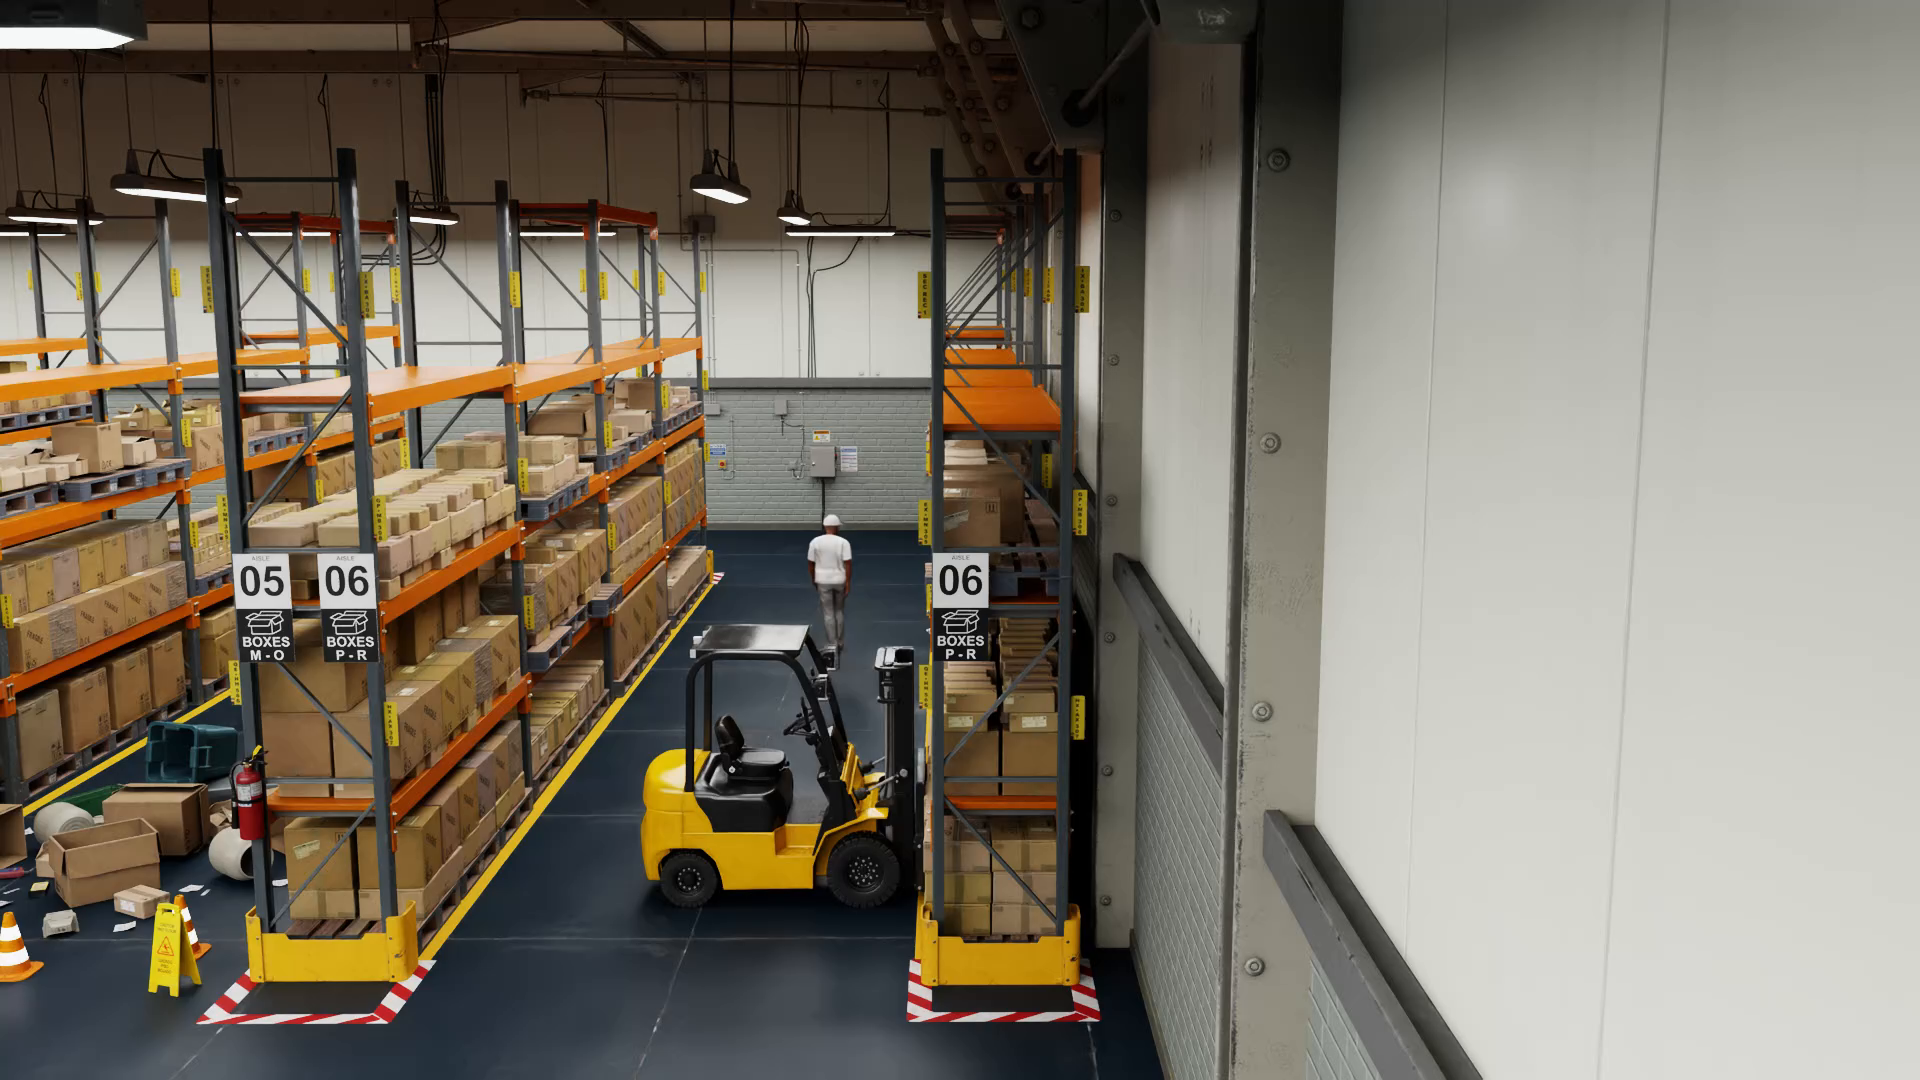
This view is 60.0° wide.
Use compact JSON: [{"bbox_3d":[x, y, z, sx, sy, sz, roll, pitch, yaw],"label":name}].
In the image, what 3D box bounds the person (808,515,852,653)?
[{"bbox_3d":[-1.690,0.603,21.471,0.514,1.862,0.611,-3,10,-18],"label":"person"}]
